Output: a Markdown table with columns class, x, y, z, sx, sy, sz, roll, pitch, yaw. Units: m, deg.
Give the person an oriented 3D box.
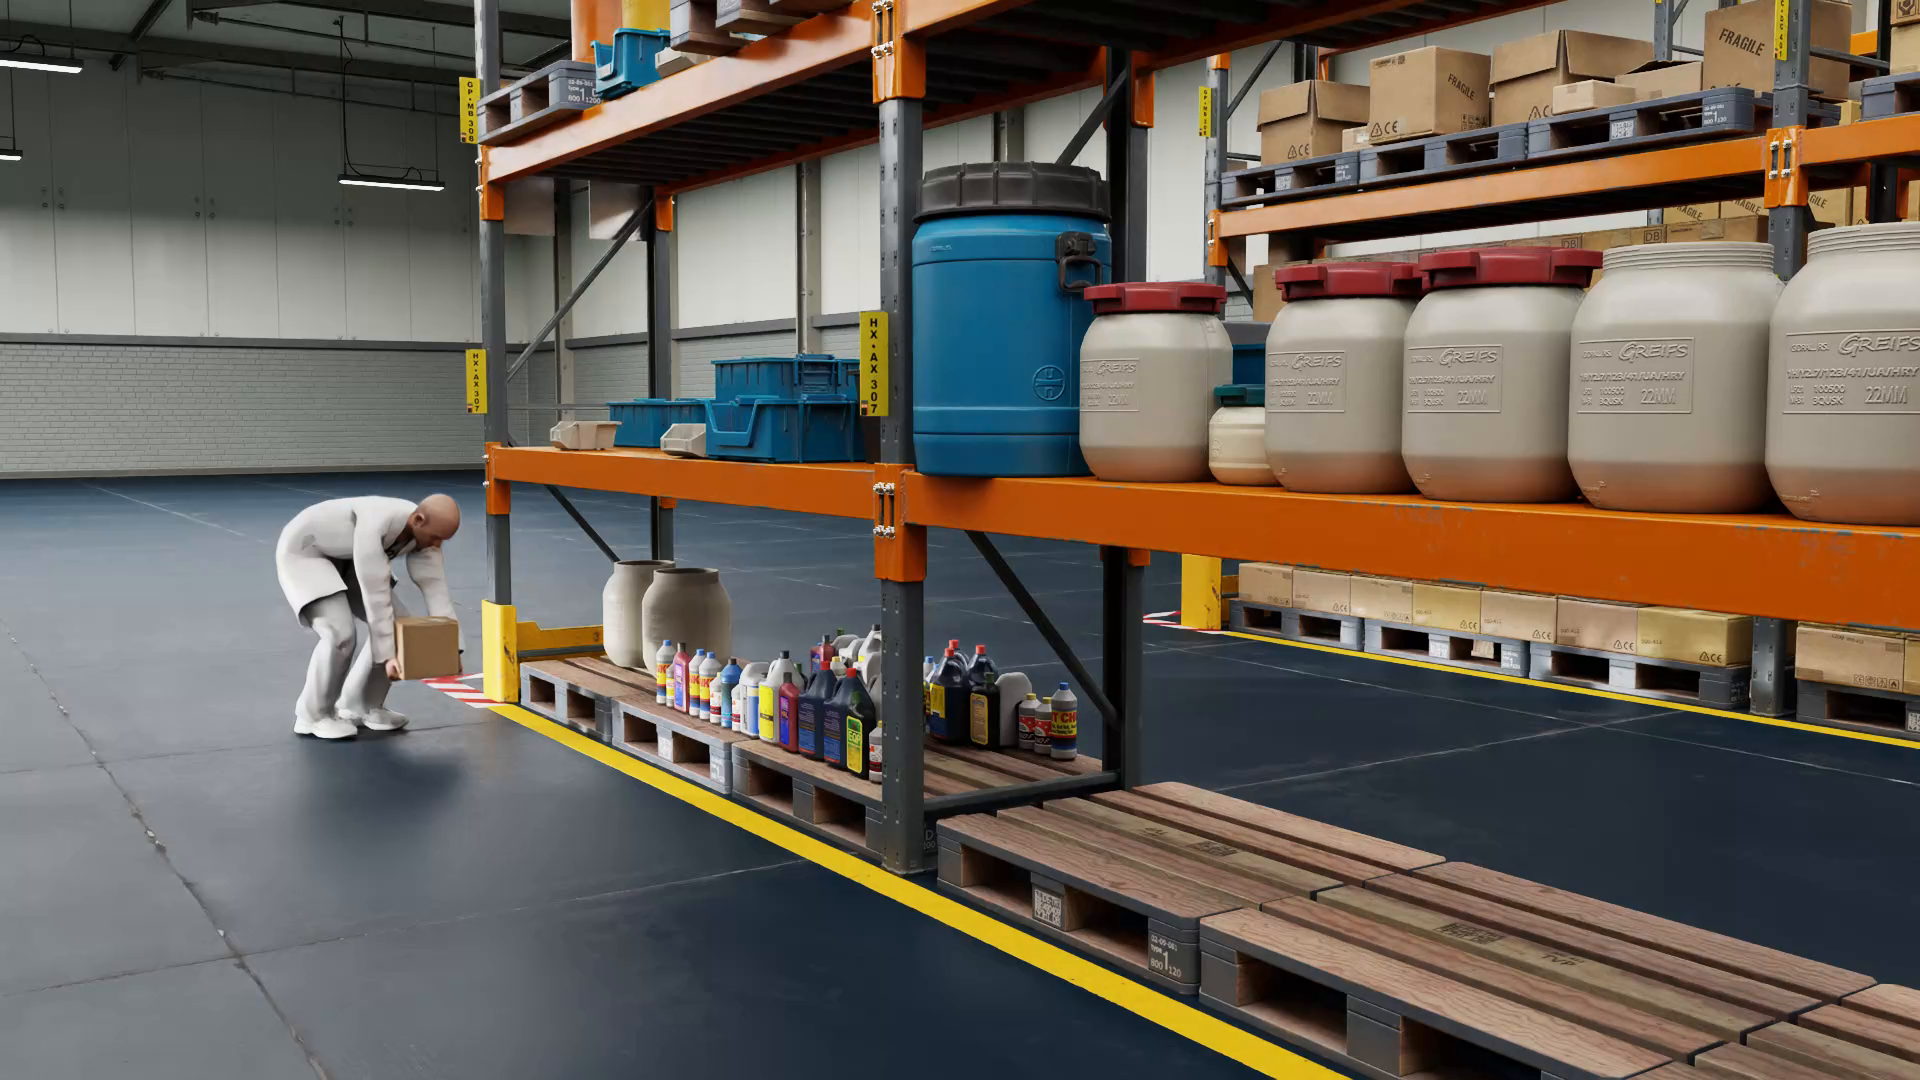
| class | x | y | z | sx | sy | sz | roll | pitch | yaw |
| --- | --- | --- | --- | --- | --- | --- | --- | --- | --- |
| person | -2.692 | 0.345 | 7.631 | 0.939 | 1.109 | 0.579 | 2 | 5 | 21 |
